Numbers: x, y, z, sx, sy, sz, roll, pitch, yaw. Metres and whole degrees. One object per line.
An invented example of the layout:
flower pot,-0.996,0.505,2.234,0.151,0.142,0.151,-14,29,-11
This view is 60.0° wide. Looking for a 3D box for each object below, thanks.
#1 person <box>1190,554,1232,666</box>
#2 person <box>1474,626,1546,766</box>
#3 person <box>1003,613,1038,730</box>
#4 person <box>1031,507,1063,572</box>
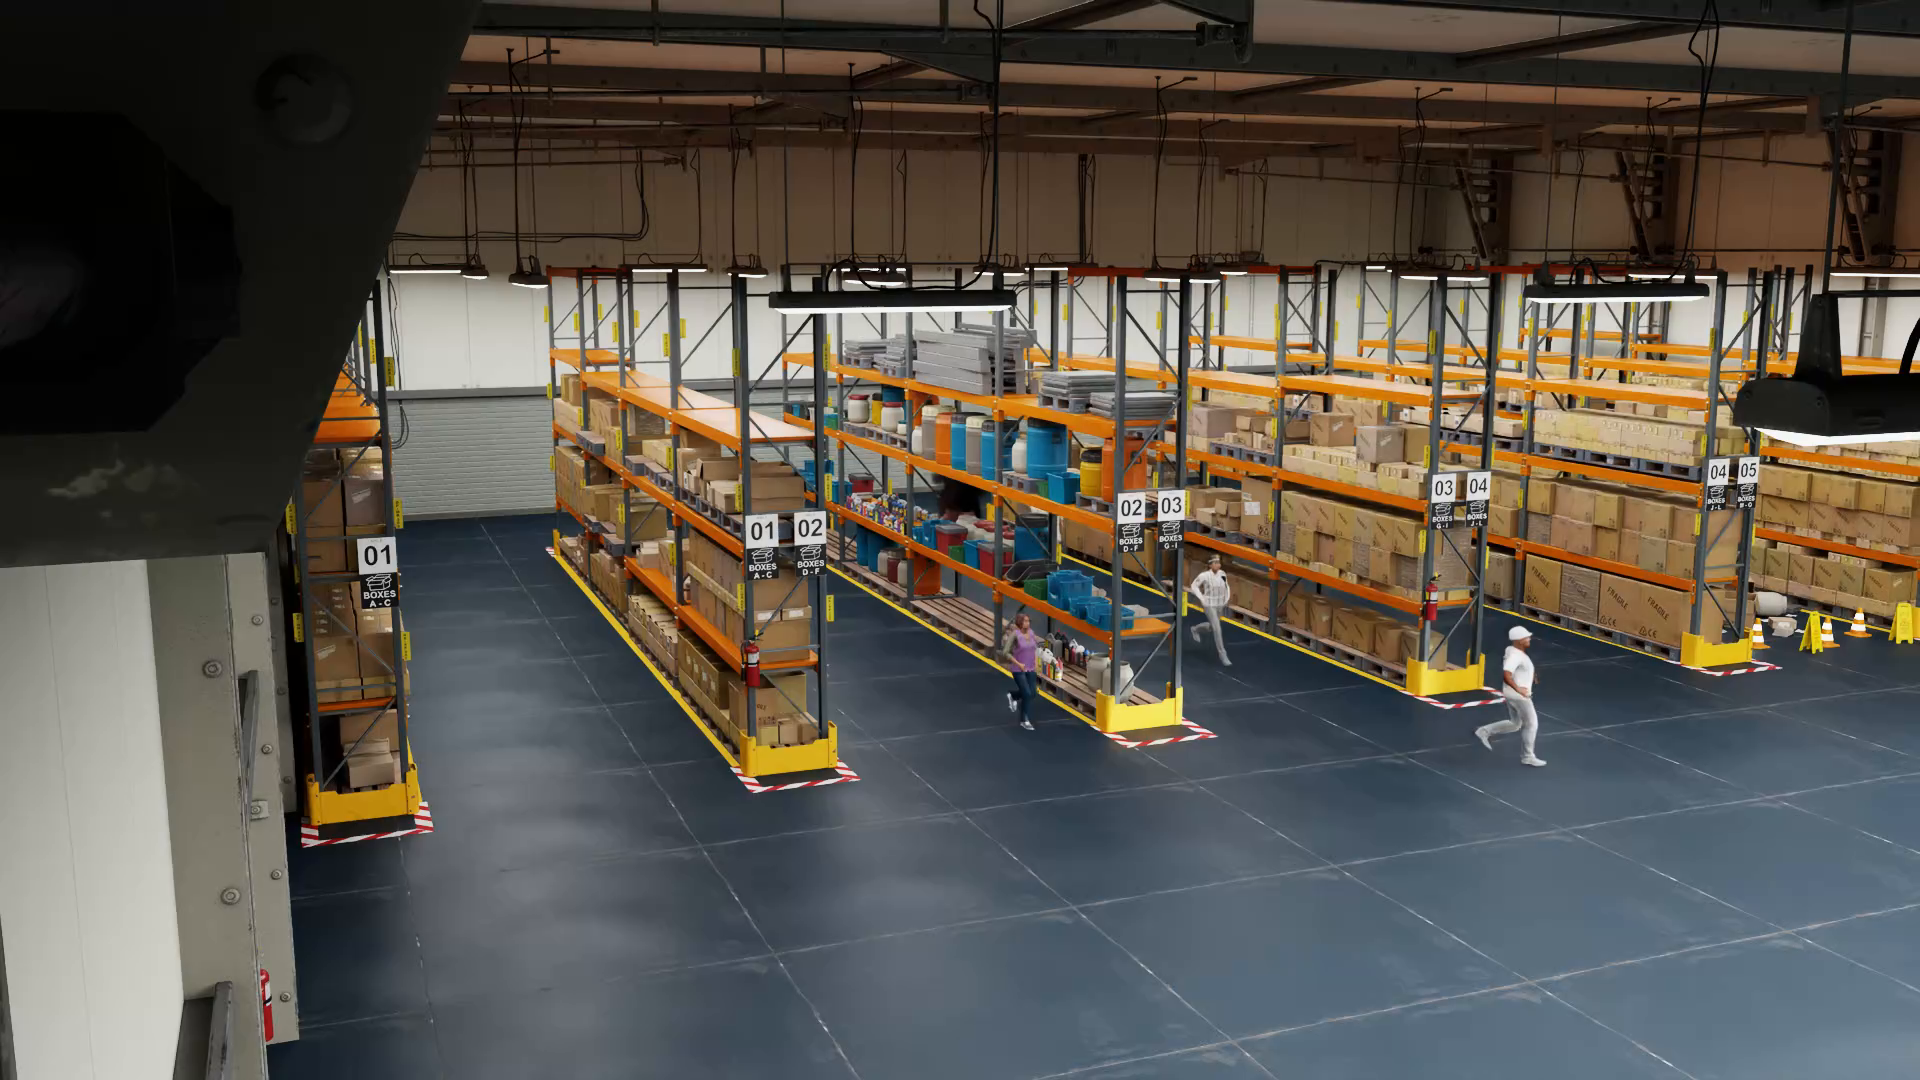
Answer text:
person,3.941,1.037,25.956,0.586,1.700,1.077,-6,12,-32
person,6.864,1.931,20.601,0.872,1.761,0.700,1,10,8
person,0.791,1.734,22.291,0.547,1.570,0.578,-8,13,-38
person,1.726,-0.180,32.585,0.722,1.778,1.068,-3,10,-19
